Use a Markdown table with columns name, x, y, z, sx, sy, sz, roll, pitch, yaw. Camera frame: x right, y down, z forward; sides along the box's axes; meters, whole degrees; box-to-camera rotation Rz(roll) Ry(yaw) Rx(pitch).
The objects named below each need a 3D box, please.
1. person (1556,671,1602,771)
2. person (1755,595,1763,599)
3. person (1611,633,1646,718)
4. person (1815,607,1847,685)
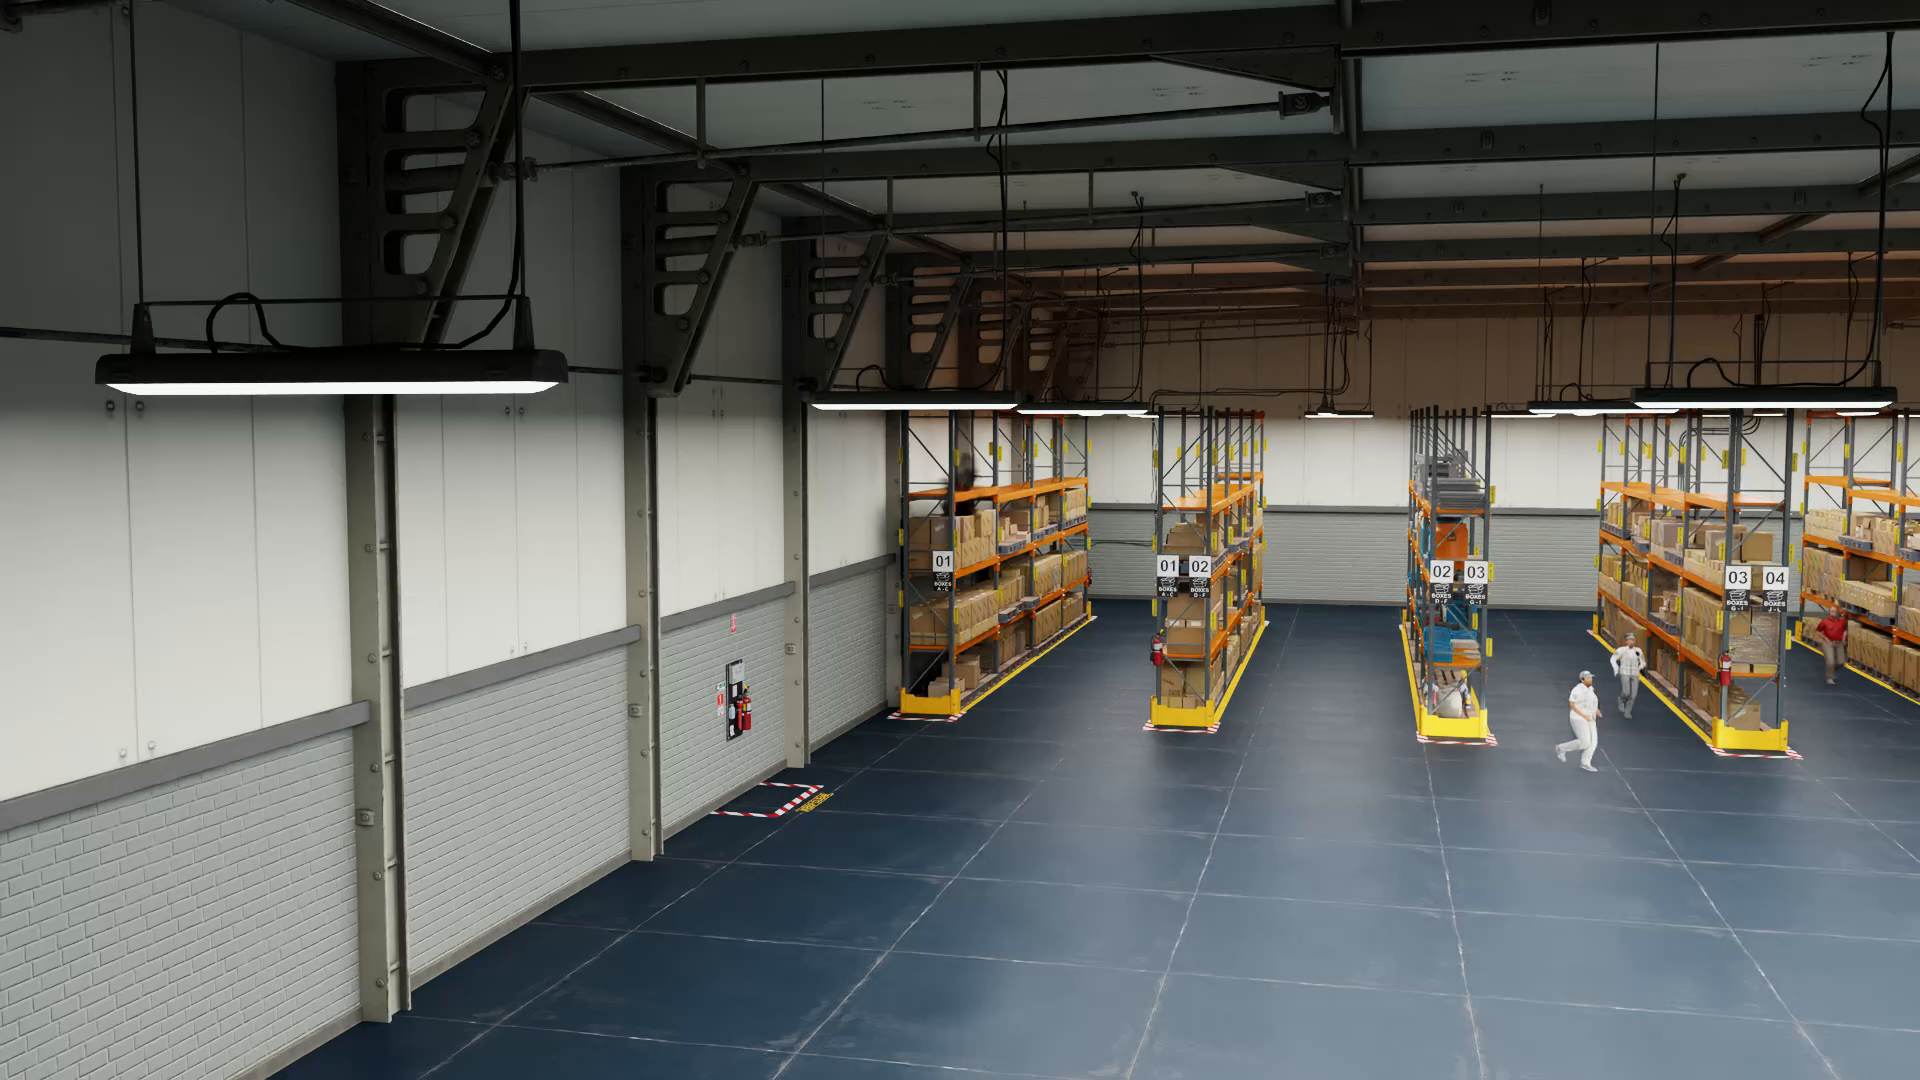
| name | x | y | z | sx | sy | sz | roll | pitch | yaw |
| --- | --- | --- | --- | --- | --- | --- | --- | --- | --- |
| person | 10.210 | 2.964 | 27.376 | 0.586 | 1.636 | 0.641 | -4 | 5 | -41 |
| person | 20.511 | 1.805 | 43.010 | 0.701 | 1.725 | 0.643 | 3 | 5 | 38 |
| person | 12.873 | 2.604 | 31.967 | 0.615 | 1.658 | 0.541 | 1 | 4 | 8 |
| person | 18.940 | 2.295 | 36.074 | 0.659 | 1.674 | 0.581 | 1 | 4 | 8 |
